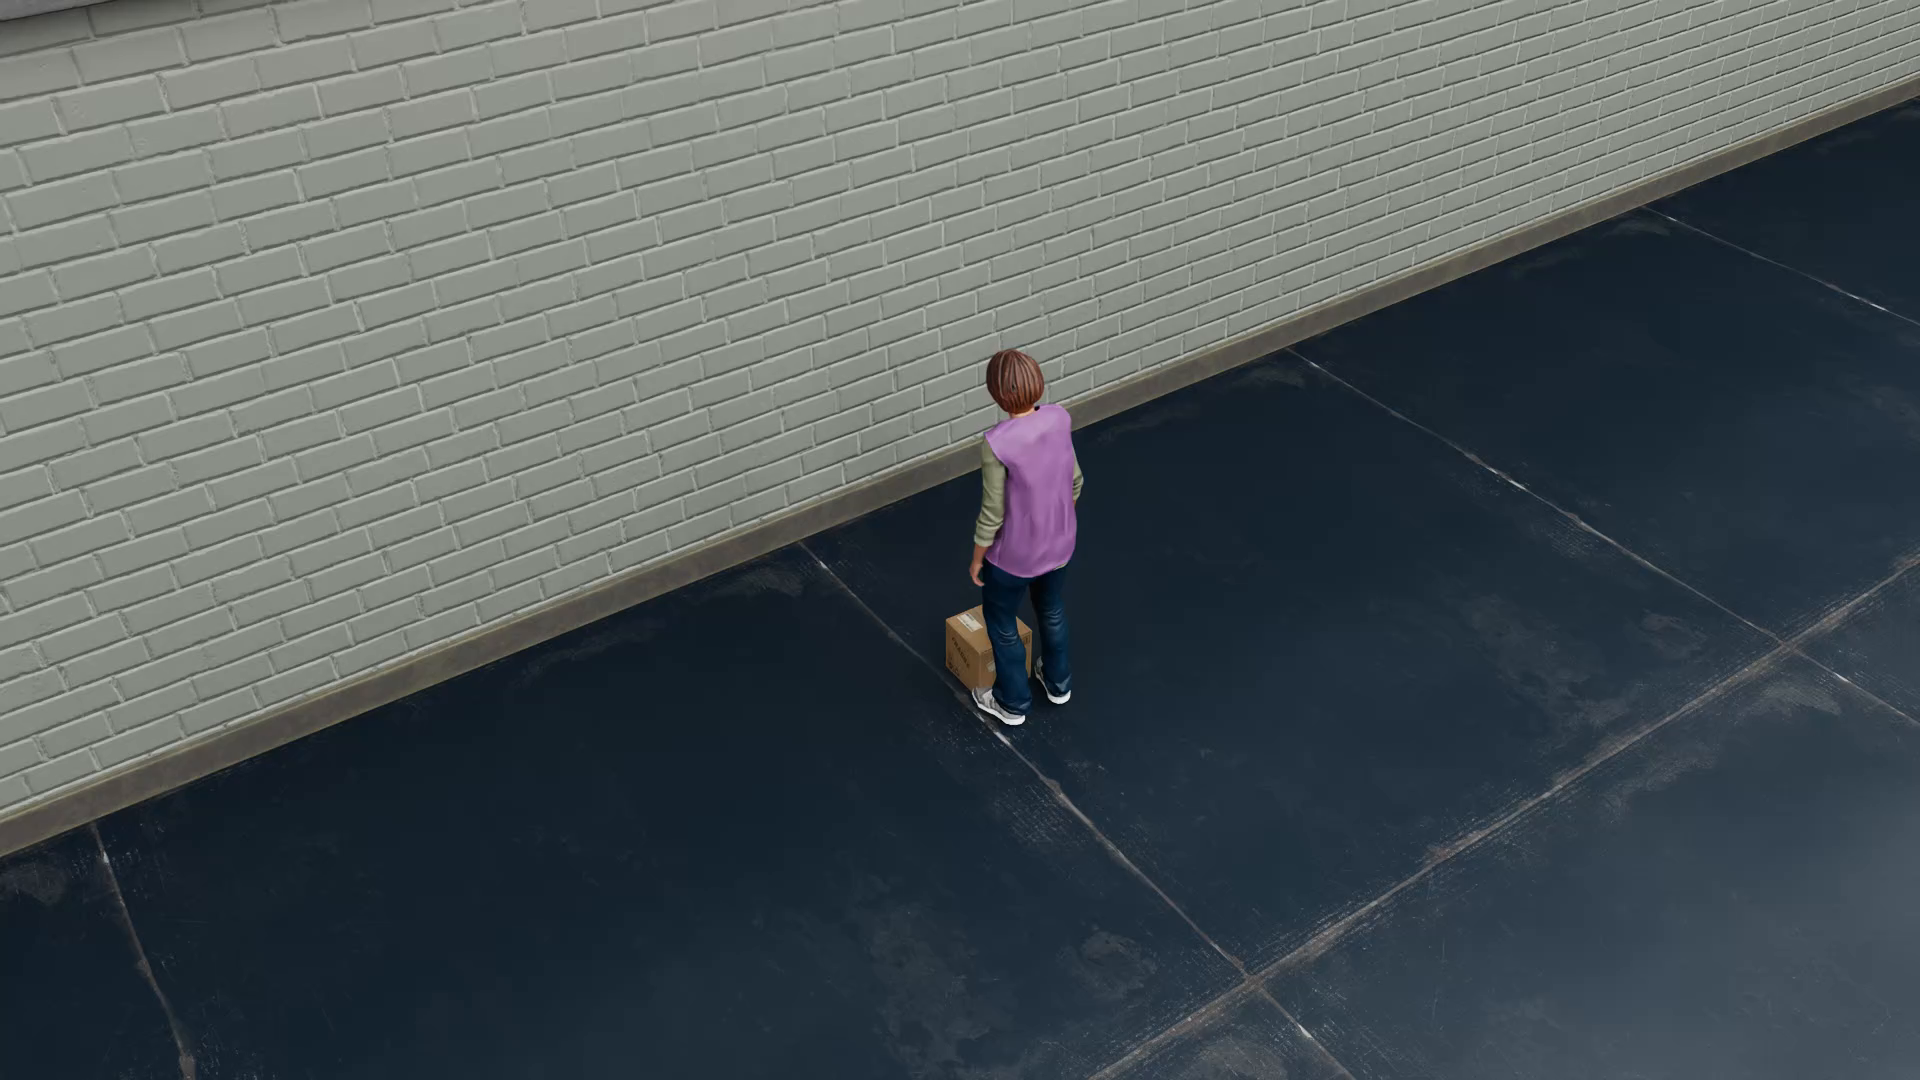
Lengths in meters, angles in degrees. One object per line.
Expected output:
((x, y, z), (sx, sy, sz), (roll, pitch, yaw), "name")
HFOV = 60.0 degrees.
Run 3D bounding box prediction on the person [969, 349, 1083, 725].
((0.244, 0.020, 6.133), (0.484, 1.592, 0.347), (-23, 43, -28), "person")
